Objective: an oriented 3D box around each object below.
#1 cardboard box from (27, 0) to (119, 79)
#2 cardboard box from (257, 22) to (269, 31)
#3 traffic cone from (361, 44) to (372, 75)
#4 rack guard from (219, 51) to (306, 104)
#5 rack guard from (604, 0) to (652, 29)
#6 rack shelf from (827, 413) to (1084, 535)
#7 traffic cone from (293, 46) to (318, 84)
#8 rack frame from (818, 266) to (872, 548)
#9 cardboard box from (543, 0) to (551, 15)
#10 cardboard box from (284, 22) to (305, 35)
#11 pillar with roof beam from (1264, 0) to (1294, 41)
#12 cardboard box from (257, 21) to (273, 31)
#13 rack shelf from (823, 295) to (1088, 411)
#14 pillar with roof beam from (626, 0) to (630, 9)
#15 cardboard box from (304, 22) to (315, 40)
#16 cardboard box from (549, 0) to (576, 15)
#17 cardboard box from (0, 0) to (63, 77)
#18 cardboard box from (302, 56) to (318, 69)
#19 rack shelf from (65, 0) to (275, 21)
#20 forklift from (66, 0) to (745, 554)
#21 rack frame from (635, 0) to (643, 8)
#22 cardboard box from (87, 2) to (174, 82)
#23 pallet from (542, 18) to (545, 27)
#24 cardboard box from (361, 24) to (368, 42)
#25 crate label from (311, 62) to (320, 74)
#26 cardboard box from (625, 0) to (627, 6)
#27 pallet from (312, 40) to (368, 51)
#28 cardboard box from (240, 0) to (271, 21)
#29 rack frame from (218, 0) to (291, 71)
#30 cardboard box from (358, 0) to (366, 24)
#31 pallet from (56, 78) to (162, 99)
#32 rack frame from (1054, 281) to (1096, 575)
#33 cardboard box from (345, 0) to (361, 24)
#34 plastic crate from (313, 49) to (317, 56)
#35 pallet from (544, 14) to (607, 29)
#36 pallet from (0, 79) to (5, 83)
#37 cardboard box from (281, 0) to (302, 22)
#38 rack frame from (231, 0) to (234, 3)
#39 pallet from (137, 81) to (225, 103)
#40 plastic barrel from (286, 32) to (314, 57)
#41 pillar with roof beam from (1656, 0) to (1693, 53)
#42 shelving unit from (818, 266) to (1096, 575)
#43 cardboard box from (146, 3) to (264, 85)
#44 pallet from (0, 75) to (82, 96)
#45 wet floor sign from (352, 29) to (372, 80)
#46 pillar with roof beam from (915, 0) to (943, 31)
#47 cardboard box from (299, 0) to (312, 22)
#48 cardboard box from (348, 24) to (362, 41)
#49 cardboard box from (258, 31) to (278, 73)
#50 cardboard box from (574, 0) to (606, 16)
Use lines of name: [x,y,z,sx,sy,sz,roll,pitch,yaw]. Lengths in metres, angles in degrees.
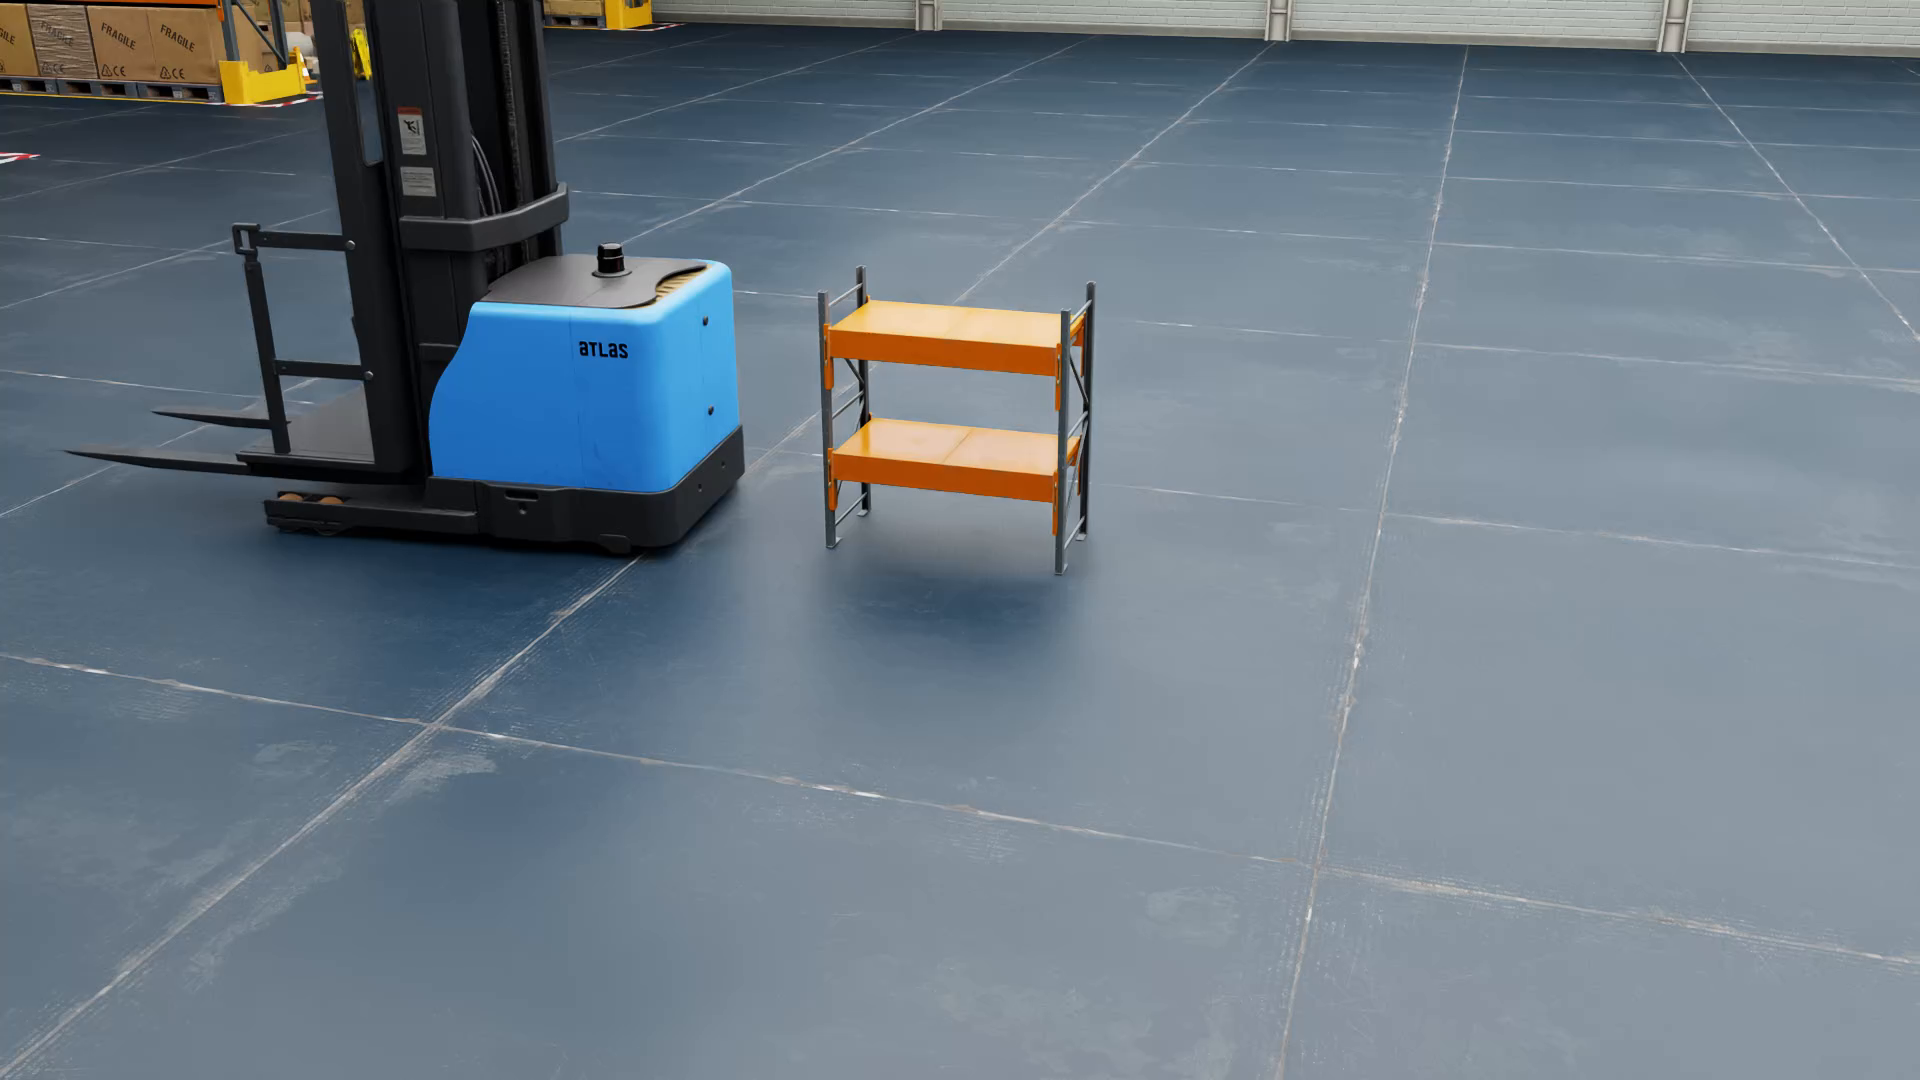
cardboard box: [-11.022,-6.341,21.023,0.875,0.875,0.875,7,23,16]
cardboard box: [-10.502,-7.364,24.560,0.500,0.500,0.500,-14,26,-30]
traffic cone: [-8.084,-6.657,22.889,0.334,0.463,0.336,7,23,16]
rack guard: [-8.615,-5.724,20.566,0.348,0.500,1.175,7,23,16]
rack guard: [-5.852,-9.337,29.375,0.348,0.500,1.175,7,23,16]
rack shelf: [-0.006,-0.295,7.151,1.000,0.278,0.538,7,23,16]
traffic cone: [-8.736,-6.284,21.979,0.334,0.463,0.336,7,23,16]
rack frame: [-0.493,-0.577,7.194,0.032,1.125,0.500,7,23,16]
cardboard box: [-7.366,-9.471,29.478,0.500,0.250,0.500,7,23,16]
cardboard box: [-10.133,-7.836,25.491,0.500,0.250,0.500,8,24,19]
pillar with roof beam: [3.964,-10.796,21.732,0.400,9.000,9.100,7,23,16]
cardboard box: [-10.648,-7.891,25.623,0.500,0.250,0.500,5,23,13]
rack shelf: [-0.006,-0.792,6.947,1.000,0.278,0.538,7,23,16]
pillar with roof beam: [-7.524,-12.112,24.939,0.400,9.000,9.100,7,23,16]
cardboard box: [-9.625,-7.779,25.351,0.500,0.250,0.500,6,23,15]
cardboard box: [-6.889,-9.413,29.336,0.500,0.250,0.500,7,23,15]
cardboard box: [-11.886,-6.438,21.260,0.875,0.875,0.875,7,23,16]
cardboard box: [-9.143,-6.783,23.611,0.380,0.149,0.250,-20,29,-39]
rack shelf: [-10.553,-6.770,20.769,4.000,0.370,1.077,7,23,16]
forklift: [-2.589,-1.566,7.226,3.031,2.935,1.130,5,23,11]
rack frame: [-5.875,-10.497,28.907,0.127,3.000,1.000,7,23,16]
cardboard box: [-10.149,-6.240,20.777,0.875,0.875,0.875,6,23,15]
pallet: [-7.783,-9.410,29.931,1.213,0.211,1.003,7,23,15]
cardboard box: [-8.650,-7.665,25.074,0.500,0.250,0.500,7,23,16]
crate label: [-8.855,-6.570,23.106,0.298,0.136,0.250,-5,23,-12]
cardboard box: [-6.288,-9.544,29.653,0.500,0.250,0.500,7,23,16]
pallet: [-9.309,-7.647,25.635,1.213,0.211,1.003,7,23,16]
cardboard box: [-10.648,-8.237,25.481,0.500,0.500,0.500,8,24,18]
rack frame: [-8.638,-6.883,20.098,0.127,3.000,1.000,7,23,16]
cardboard box: [-8.648,-8.011,24.929,0.500,0.500,0.500,7,23,17]
pallet: [-10.590,-5.787,21.099,1.213,0.211,1.003,7,23,15]
rack frame: [0.480,-0.465,6.922,0.032,1.125,0.500,7,23,16]
cardboard box: [-9.129,-8.069,25.070,0.500,0.500,0.500,6,23,14]
plastic crate: [-9.868,-7.310,24.986,0.583,0.080,0.402,-1,22,-3]
pallet: [-6.619,-9.275,29.603,1.213,0.211,1.003,7,23,16]
pallet: [-13.228,-6.089,21.835,1.213,0.211,1.003,7,23,16]
cardboard box: [-10.132,-8.183,25.348,0.500,0.500,0.500,8,23,18]
rack frame: [-13.534,-11.373,31.045,0.127,3.000,1.000,7,23,16]
pallet: [-9.426,-5.652,20.771,1.213,0.211,1.003,7,23,15]
plastic barrel: [-9.720,-7.177,24.209,0.512,0.421,0.421,-14,26,-30]
pillar with roof beam: [9.708,-10.139,20.129,0.400,9.000,9.100,7,23,16]
shelving unit: [-0.006,-0.521,7.058,1.048,1.125,0.538,7,23,16]
cardboard box: [-9.306,-6.145,20.544,0.875,0.875,0.875,7,23,16]
pallet: [-11.762,-5.920,21.423,1.213,0.211,1.003,7,23,15]
wet floor sign: [-8.038,-6.510,22.290,0.232,0.644,0.267,3,22,6]
pillar with roof beam: [-1.780,-11.454,23.336,0.400,9.000,9.100,7,23,16]
cardboard box: [-9.636,-8.126,25.208,0.500,0.500,0.500,8,24,18]
cardboard box: [-9.153,-7.721,25.209,0.500,0.250,0.500,6,23,14]
cardboard box: [-9.718,-6.810,23.210,0.637,0.503,0.797,-9,24,-21]
cardboard box: [-6.416,-9.355,29.195,0.500,0.250,0.500,7,23,16]
